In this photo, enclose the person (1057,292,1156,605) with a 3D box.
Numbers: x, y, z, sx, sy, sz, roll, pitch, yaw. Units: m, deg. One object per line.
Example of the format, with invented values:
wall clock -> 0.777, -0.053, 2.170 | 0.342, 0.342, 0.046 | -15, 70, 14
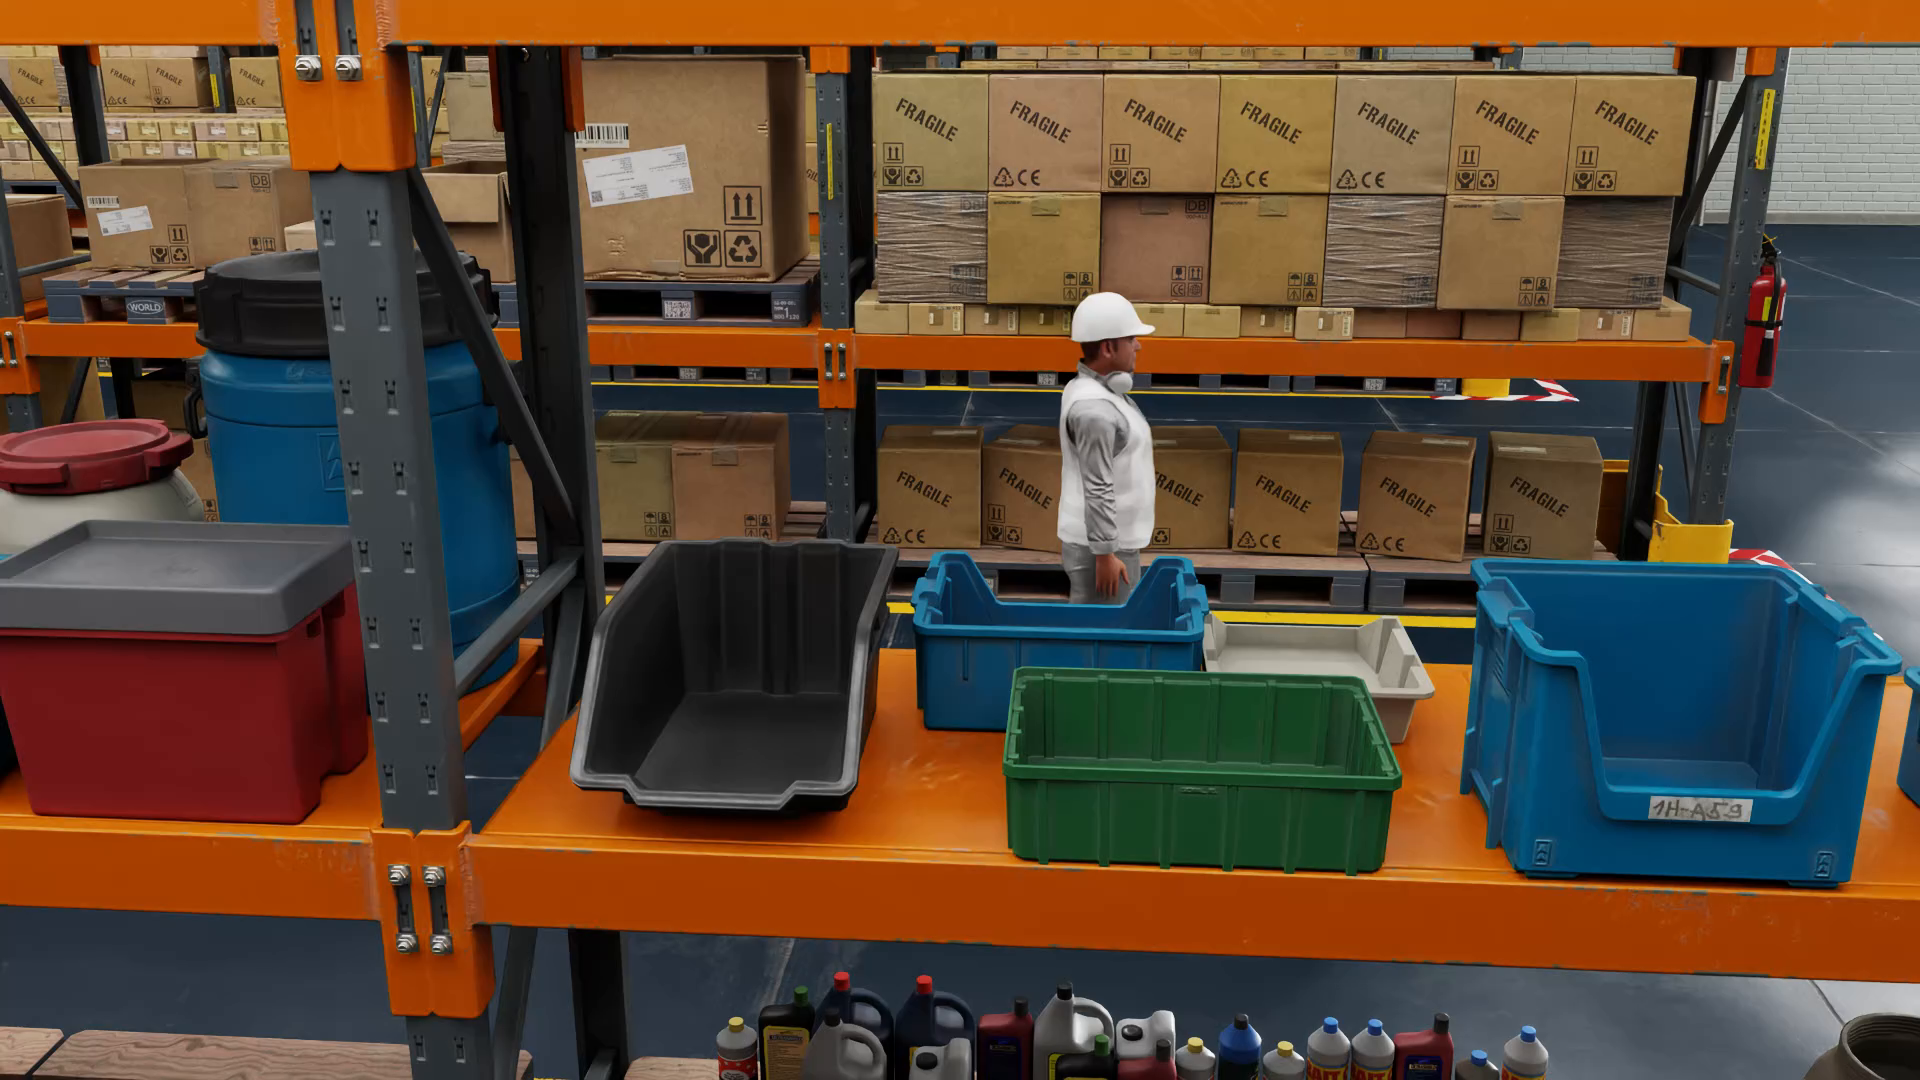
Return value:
person -> 0.558, -0.012, 6.040 | 0.439, 1.772, 0.540 | 2, 17, 5
